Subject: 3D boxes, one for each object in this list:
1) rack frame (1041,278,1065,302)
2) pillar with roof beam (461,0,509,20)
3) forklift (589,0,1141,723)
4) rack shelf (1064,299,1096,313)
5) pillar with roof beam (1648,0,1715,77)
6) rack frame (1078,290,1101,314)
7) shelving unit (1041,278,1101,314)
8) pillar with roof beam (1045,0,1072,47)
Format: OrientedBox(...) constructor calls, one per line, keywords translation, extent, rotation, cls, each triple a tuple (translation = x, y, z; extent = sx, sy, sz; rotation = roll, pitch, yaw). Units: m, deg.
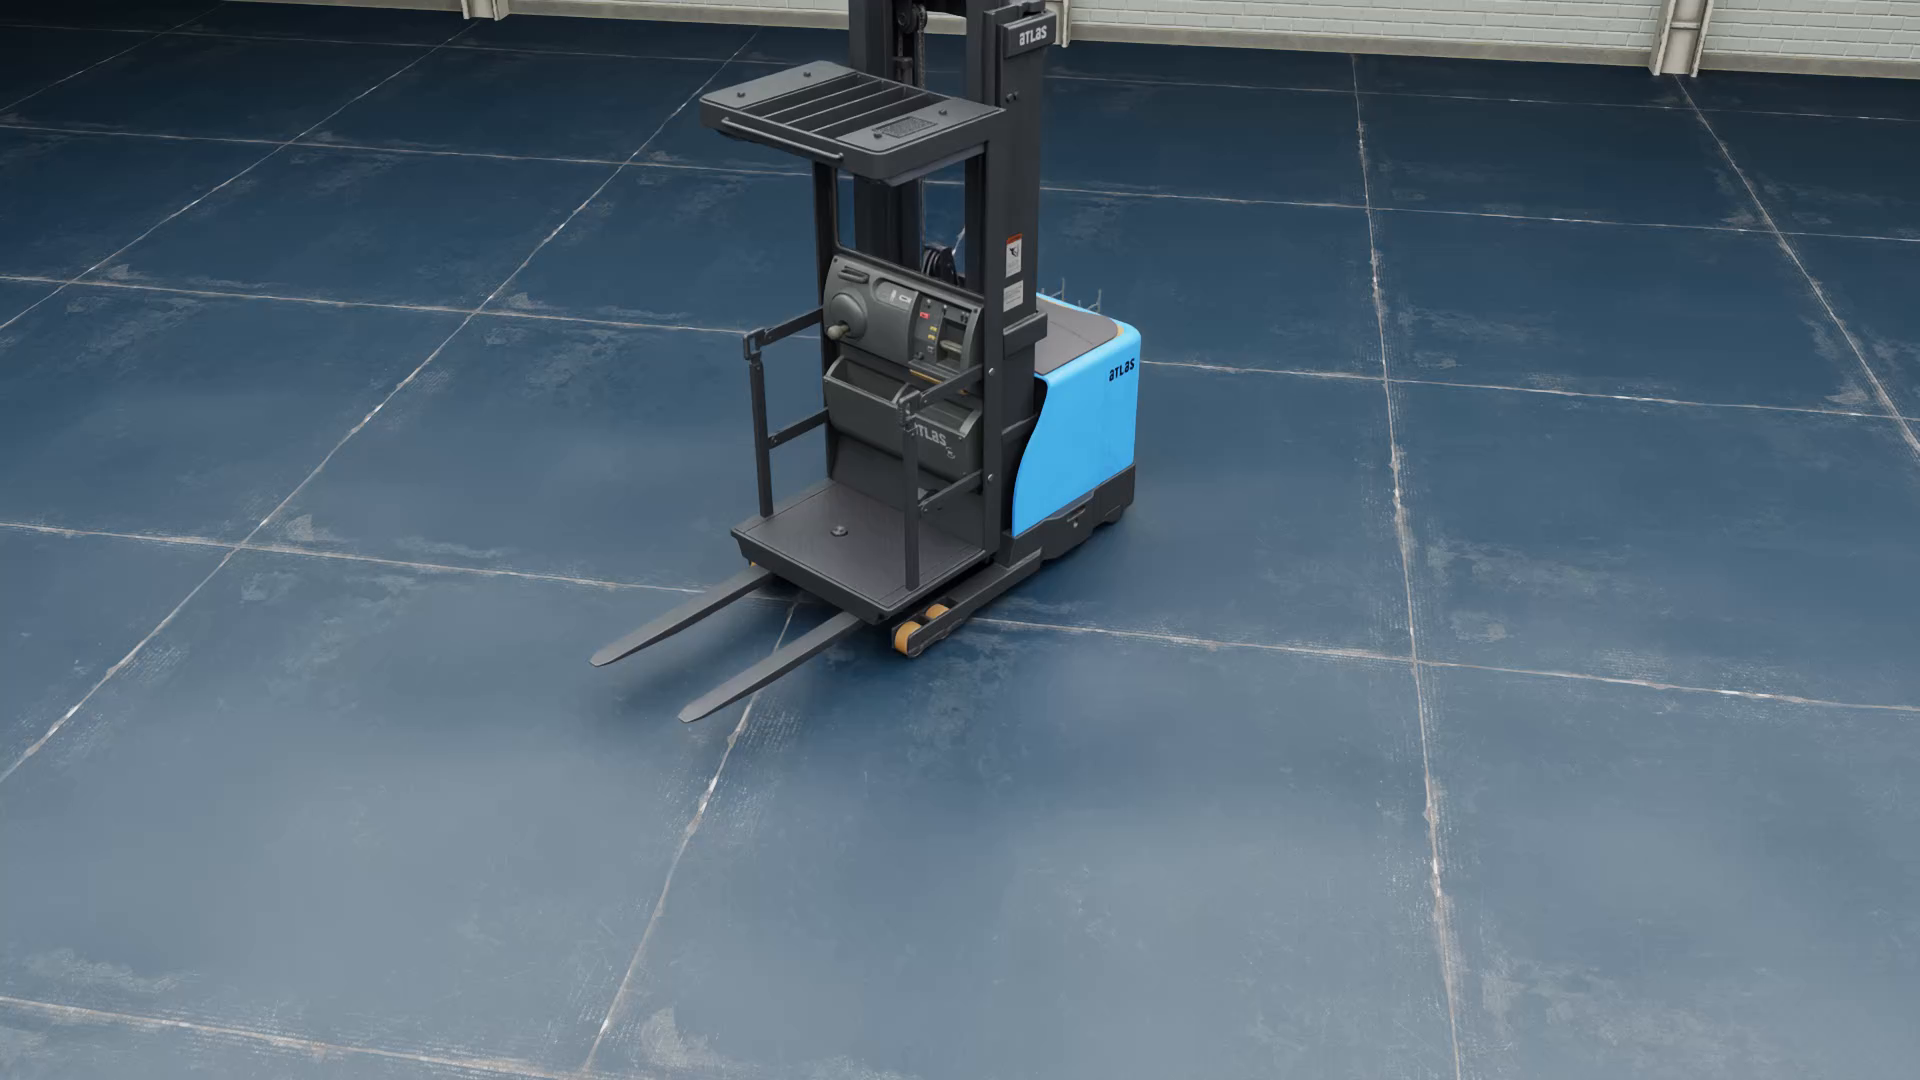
OrientedBox(translation=(0.500, -0.942, 9.261), extent=(0.008, 1.050, 0.200), rotation=(25, 39, 33), cls="rack frame")
OrientedBox(translation=(-5.737, -7.121, 11.645), extent=(0.400, 9.000, 9.100), rotation=(5, 32, 8), cls="pillar with roof beam")
OrientedBox(translation=(-0.415, -0.993, 7.574), extent=(1.130, 2.935, 3.031), rotation=(25, 40, 34), cls="forklift")
OrientedBox(translation=(0.595, -1.130, 9.049), extent=(0.240, 0.259, 0.215), rotation=(25, 39, 33), cls="rack shelf")
OrientedBox(translation=(6.091, -6.050, 9.934), extent=(0.400, 9.000, 9.100), rotation=(5, 32, 8), cls="pillar with roof beam")
OrientedBox(translation=(0.686, -0.857, 9.128), extent=(0.008, 1.050, 0.200), rotation=(25, 39, 33), cls="rack frame")
OrientedBox(translation=(0.593, -0.899, 9.195), extent=(0.252, 1.050, 0.215), rotation=(25, 39, 33), cls="shelving unit")
OrientedBox(translation=(0.177, -6.585, 10.789), extent=(0.400, 9.000, 9.100), rotation=(5, 32, 8), cls="pillar with roof beam")
